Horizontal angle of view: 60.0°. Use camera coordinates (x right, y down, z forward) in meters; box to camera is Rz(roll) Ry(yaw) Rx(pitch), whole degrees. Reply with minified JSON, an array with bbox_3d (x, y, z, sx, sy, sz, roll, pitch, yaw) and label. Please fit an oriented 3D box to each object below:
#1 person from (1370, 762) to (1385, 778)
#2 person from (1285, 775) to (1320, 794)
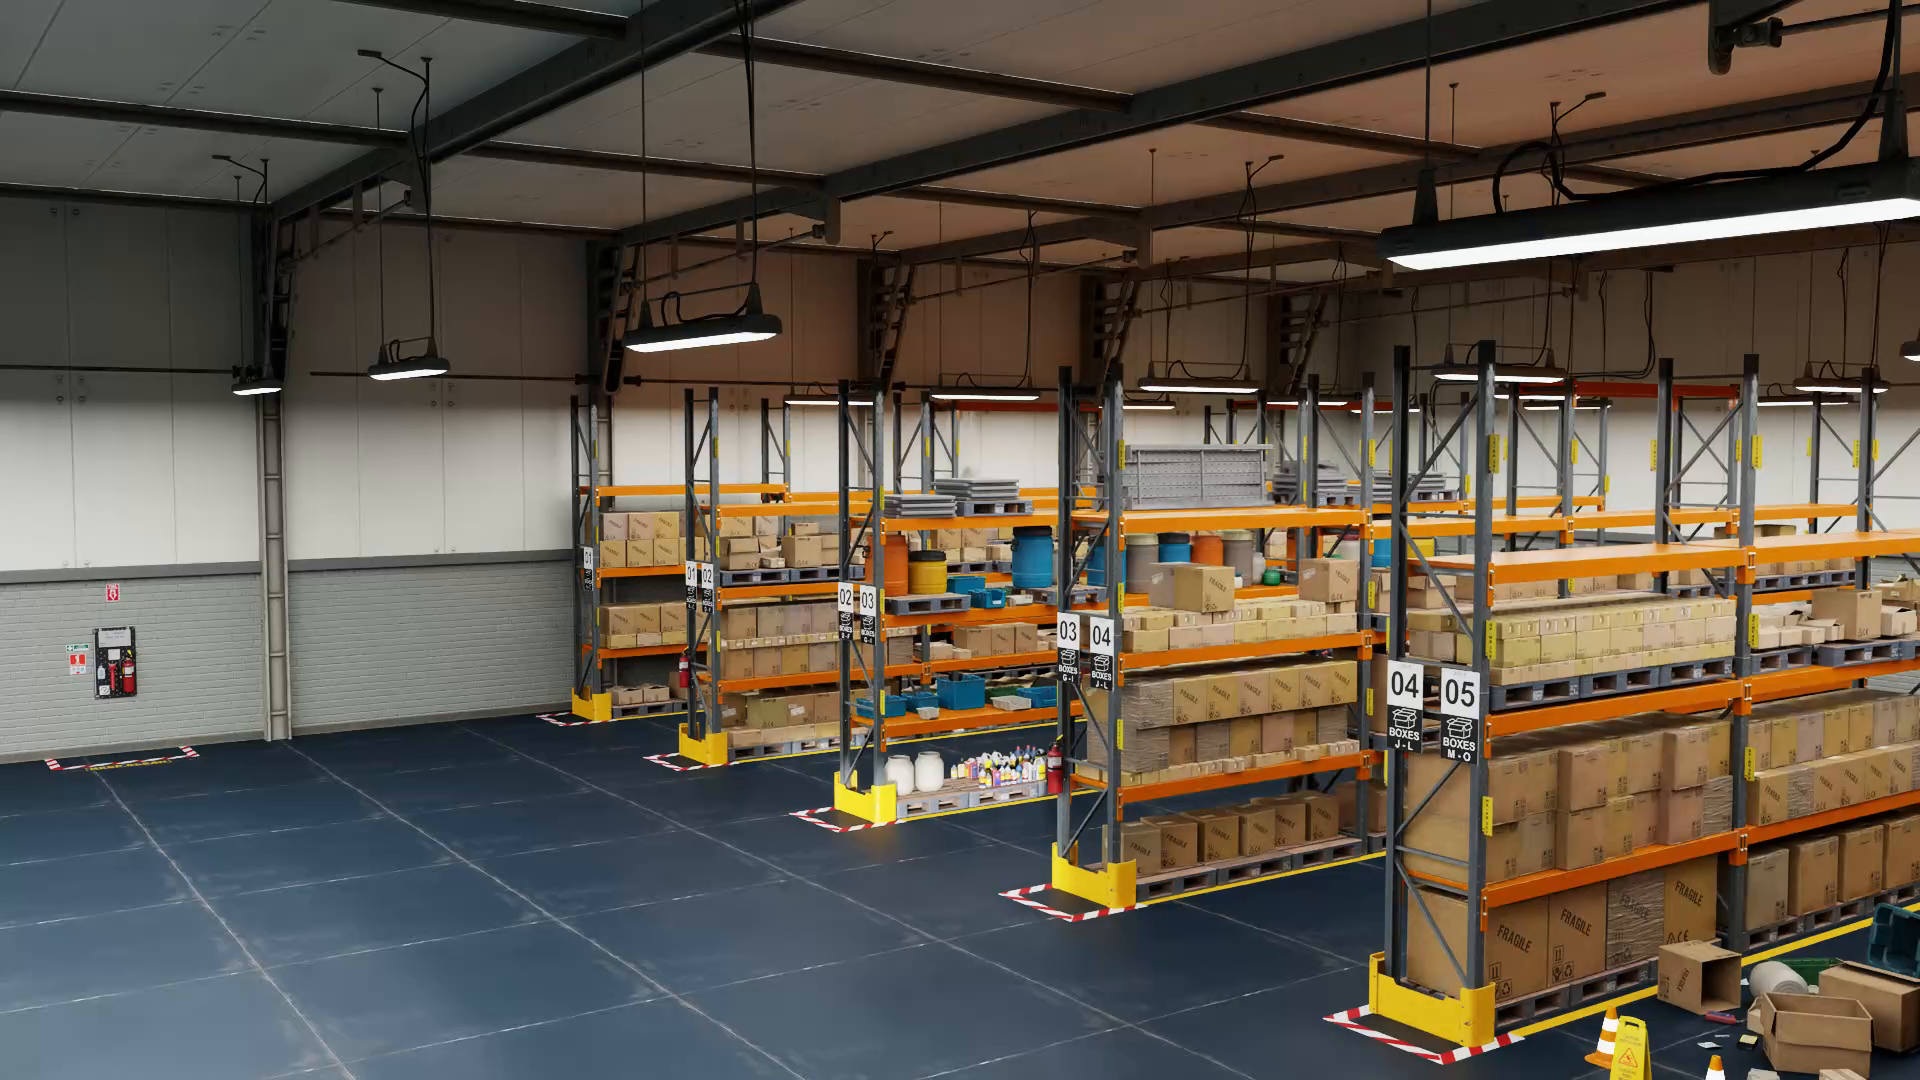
[{"bbox_3d":[6.045,2.821,24.110,0.929,1.825,0.735,-2,4,-35],"label":"person"},{"bbox_3d":[4.707,2.979,23.077,0.823,1.634,0.599,-2,4,-36],"label":"person"}]
